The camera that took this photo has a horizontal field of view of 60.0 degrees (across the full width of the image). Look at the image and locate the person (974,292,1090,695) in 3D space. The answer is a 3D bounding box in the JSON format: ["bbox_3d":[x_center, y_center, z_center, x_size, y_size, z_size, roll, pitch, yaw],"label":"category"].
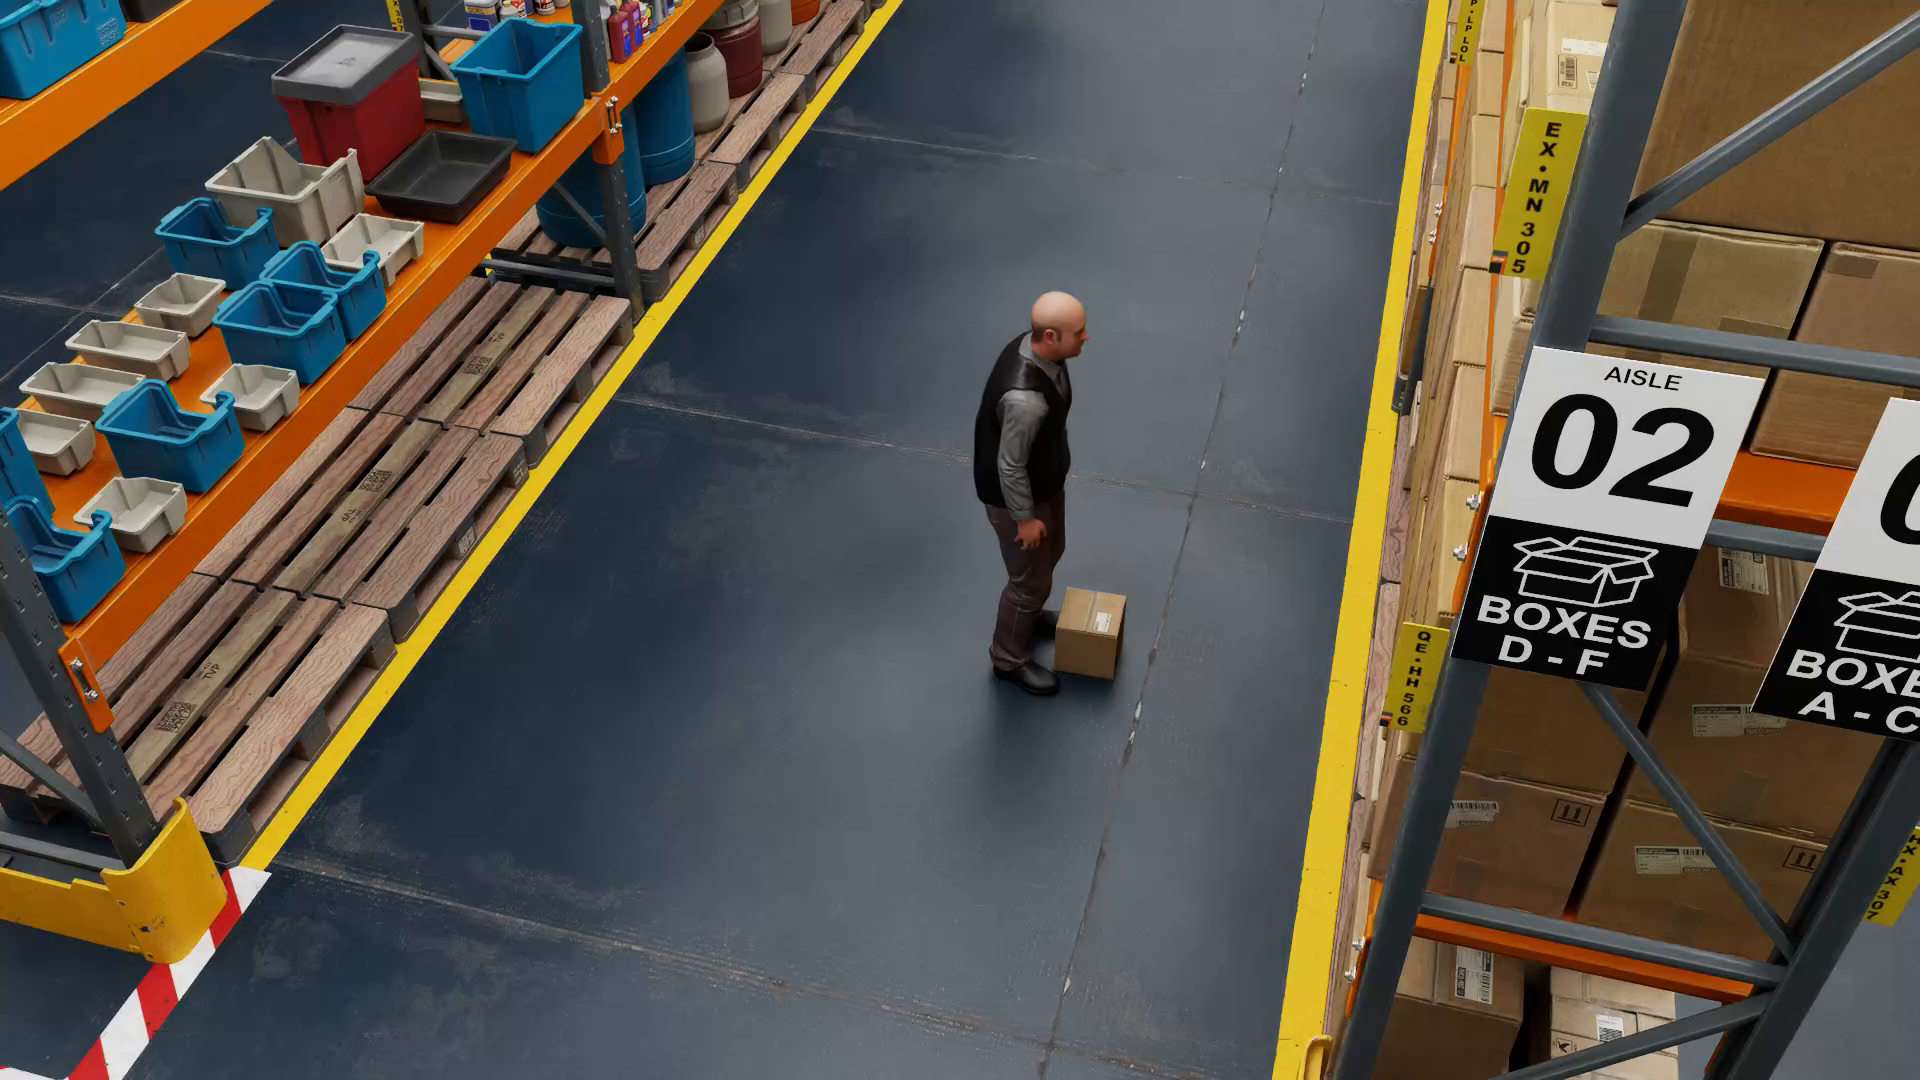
[{"bbox_3d":[0.264,-0.213,6.422,0.414,1.721,0.580,10,42,11],"label":"person"}]
